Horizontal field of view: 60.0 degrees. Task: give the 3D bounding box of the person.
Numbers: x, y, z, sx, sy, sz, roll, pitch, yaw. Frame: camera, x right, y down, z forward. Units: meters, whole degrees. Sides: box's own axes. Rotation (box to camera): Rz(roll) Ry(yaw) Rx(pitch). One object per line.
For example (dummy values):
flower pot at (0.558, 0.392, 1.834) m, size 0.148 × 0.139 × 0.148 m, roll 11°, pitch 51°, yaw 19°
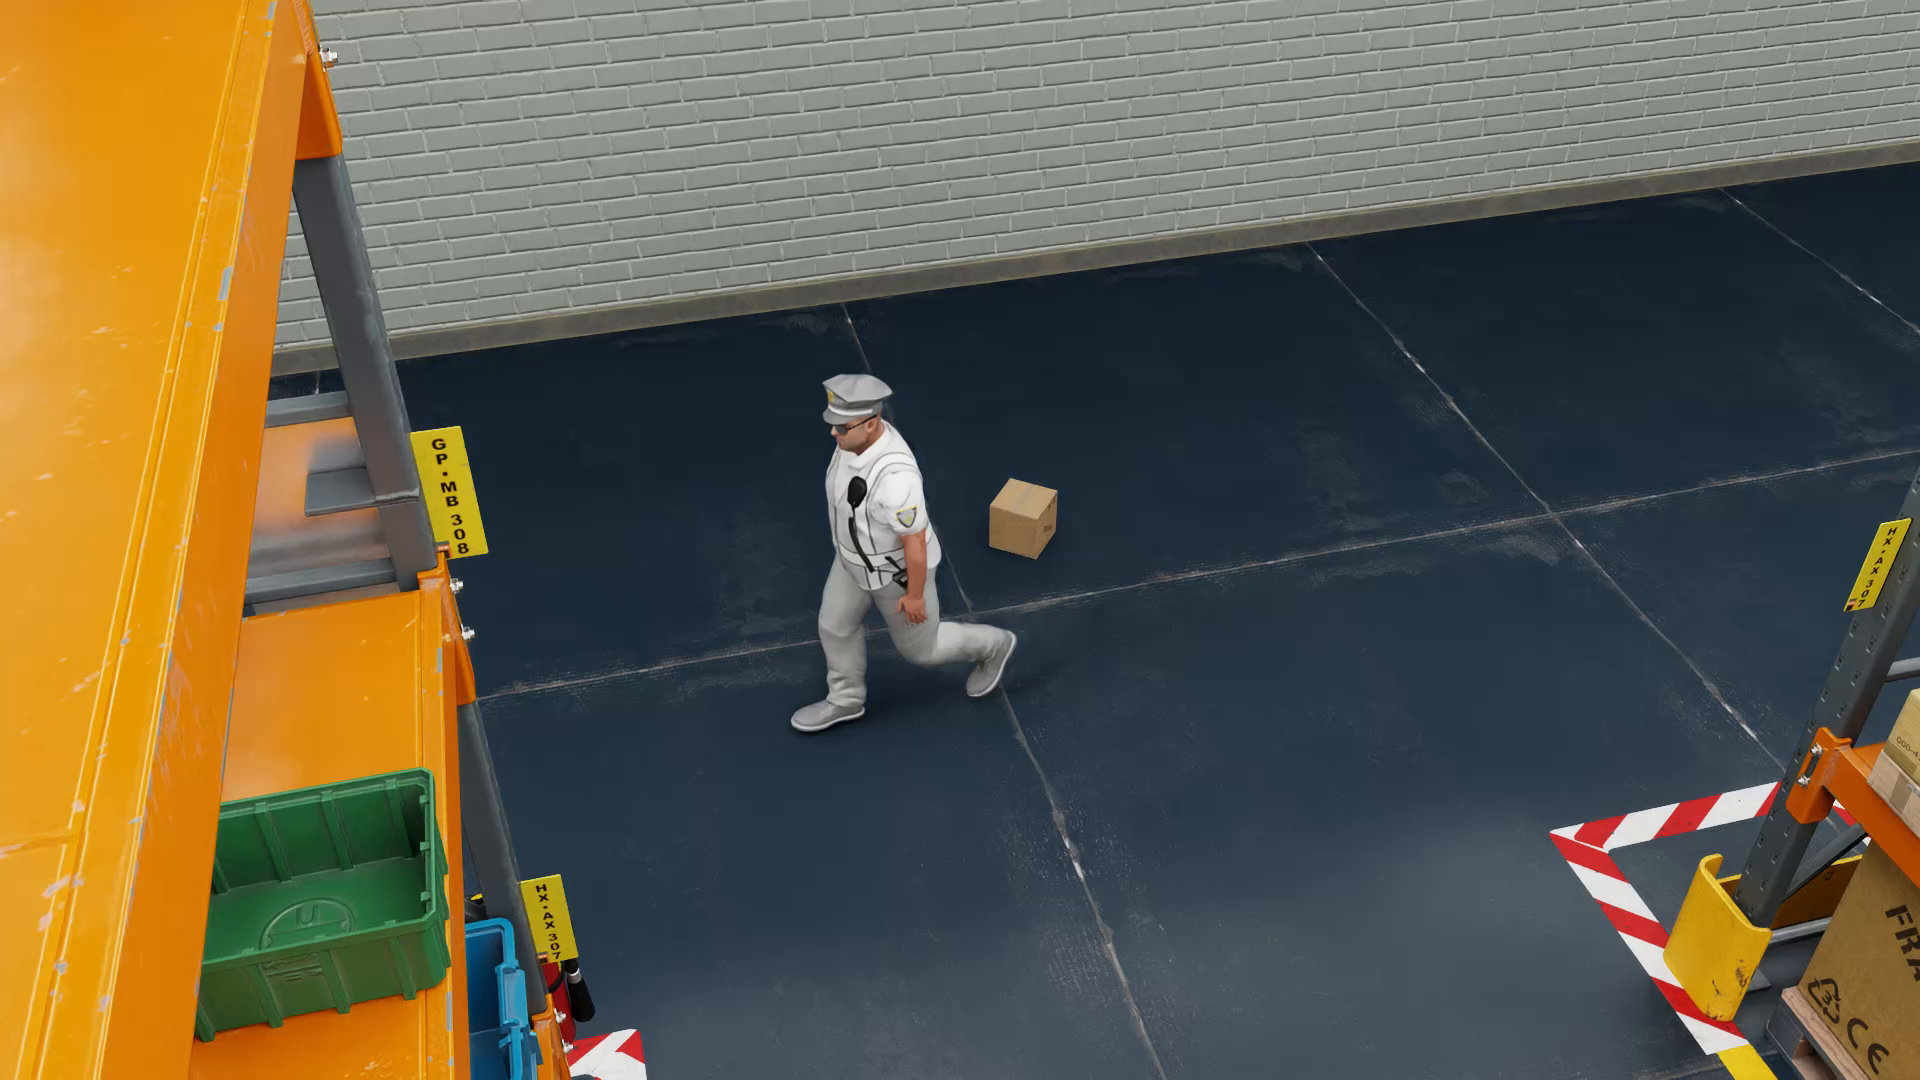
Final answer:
person at (-0.225, 0.055, 6.644) m, size 0.981 × 1.701 × 0.542 m, roll -20°, pitch 42°, yaw -24°
